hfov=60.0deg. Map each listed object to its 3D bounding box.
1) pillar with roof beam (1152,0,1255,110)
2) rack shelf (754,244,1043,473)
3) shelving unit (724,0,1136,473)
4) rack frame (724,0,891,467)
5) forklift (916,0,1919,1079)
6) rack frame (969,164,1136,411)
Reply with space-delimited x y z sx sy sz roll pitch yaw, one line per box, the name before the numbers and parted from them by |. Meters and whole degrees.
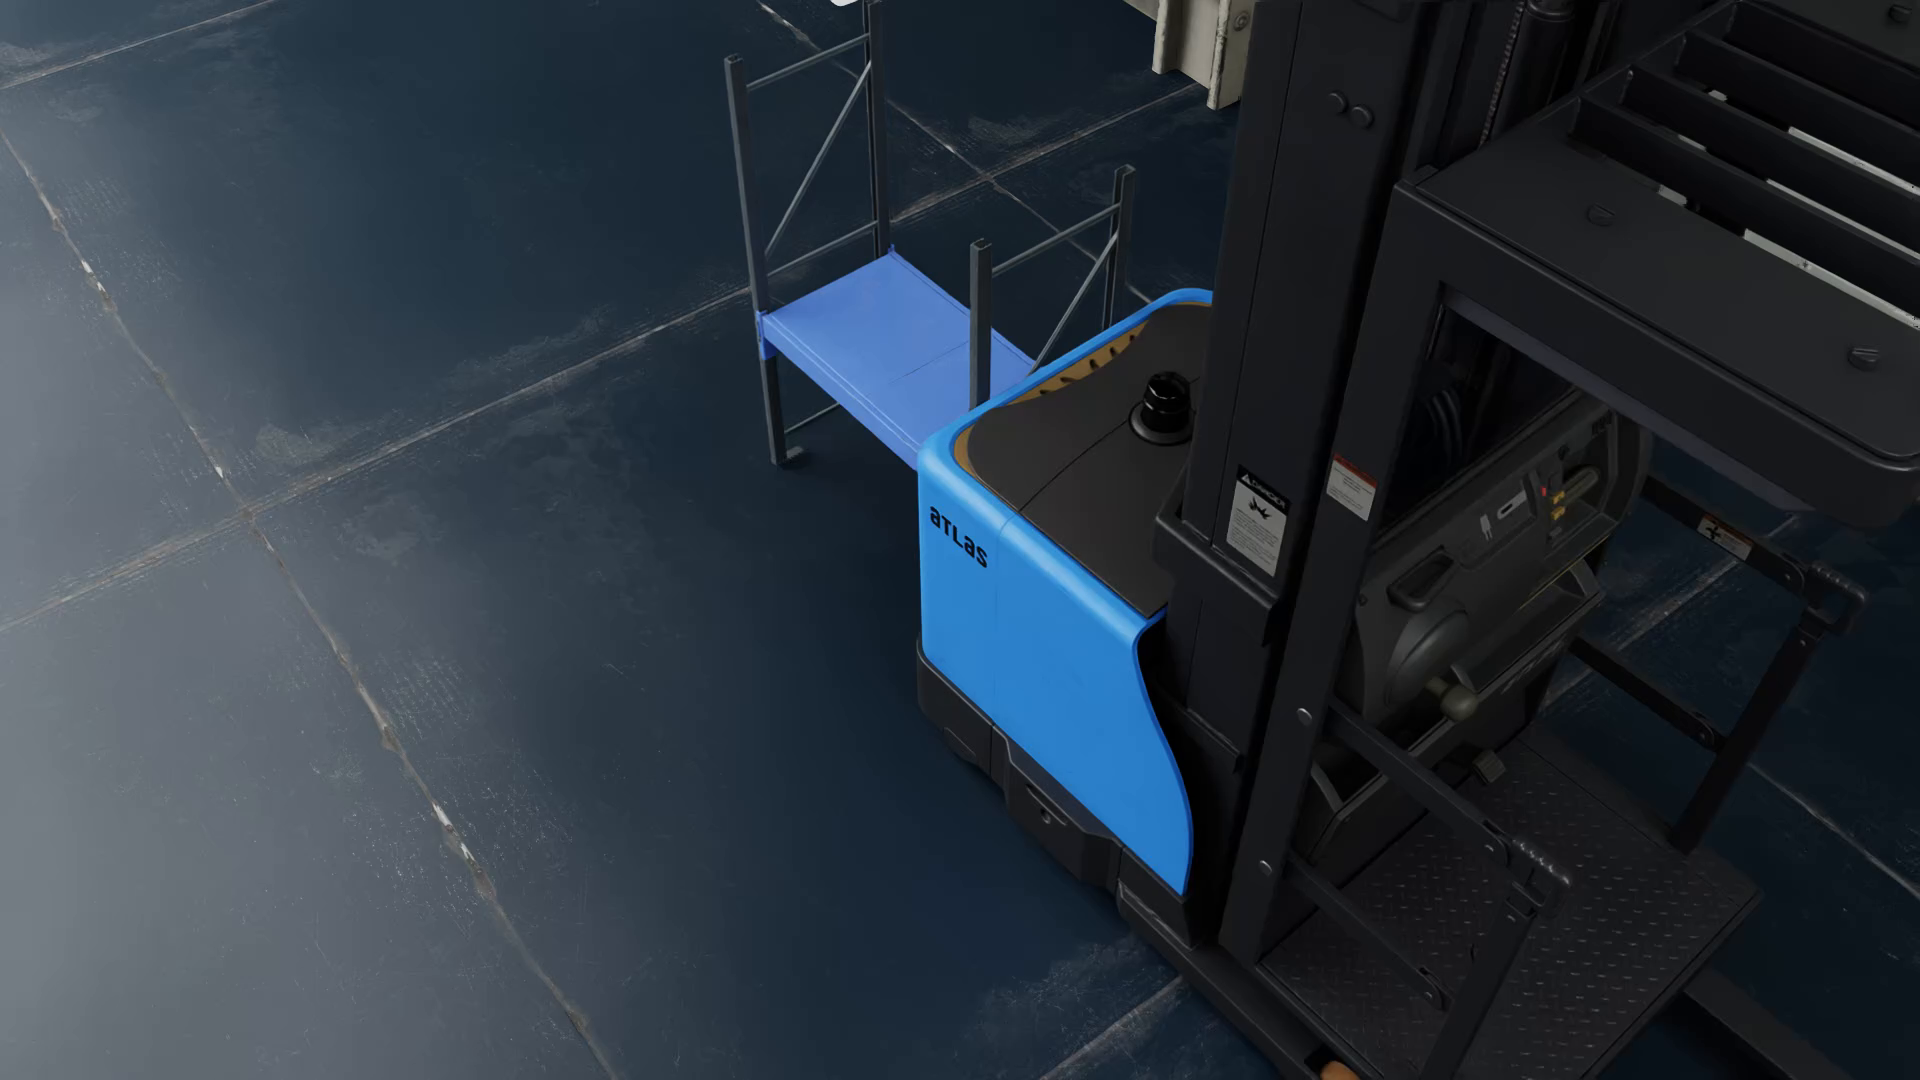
pillar with roof beam | -2.372 -3.046 1.937 9.100 9.000 0.400 -29 54 -24
rack shelf | -0.096 -0.459 4.896 0.538 0.185 1.000 -31 55 -25
shelving unit | -0.096 -0.579 4.763 0.538 1.500 1.048 -31 55 -25
rack frame | -0.419 -0.871 5.027 0.500 1.500 0.032 -31 55 -25
forklift | 1.222 0.099 3.182 1.130 2.935 3.031 -33 56 -26
rack frame | 0.226 -0.288 4.499 0.500 1.500 0.032 -31 55 -25
